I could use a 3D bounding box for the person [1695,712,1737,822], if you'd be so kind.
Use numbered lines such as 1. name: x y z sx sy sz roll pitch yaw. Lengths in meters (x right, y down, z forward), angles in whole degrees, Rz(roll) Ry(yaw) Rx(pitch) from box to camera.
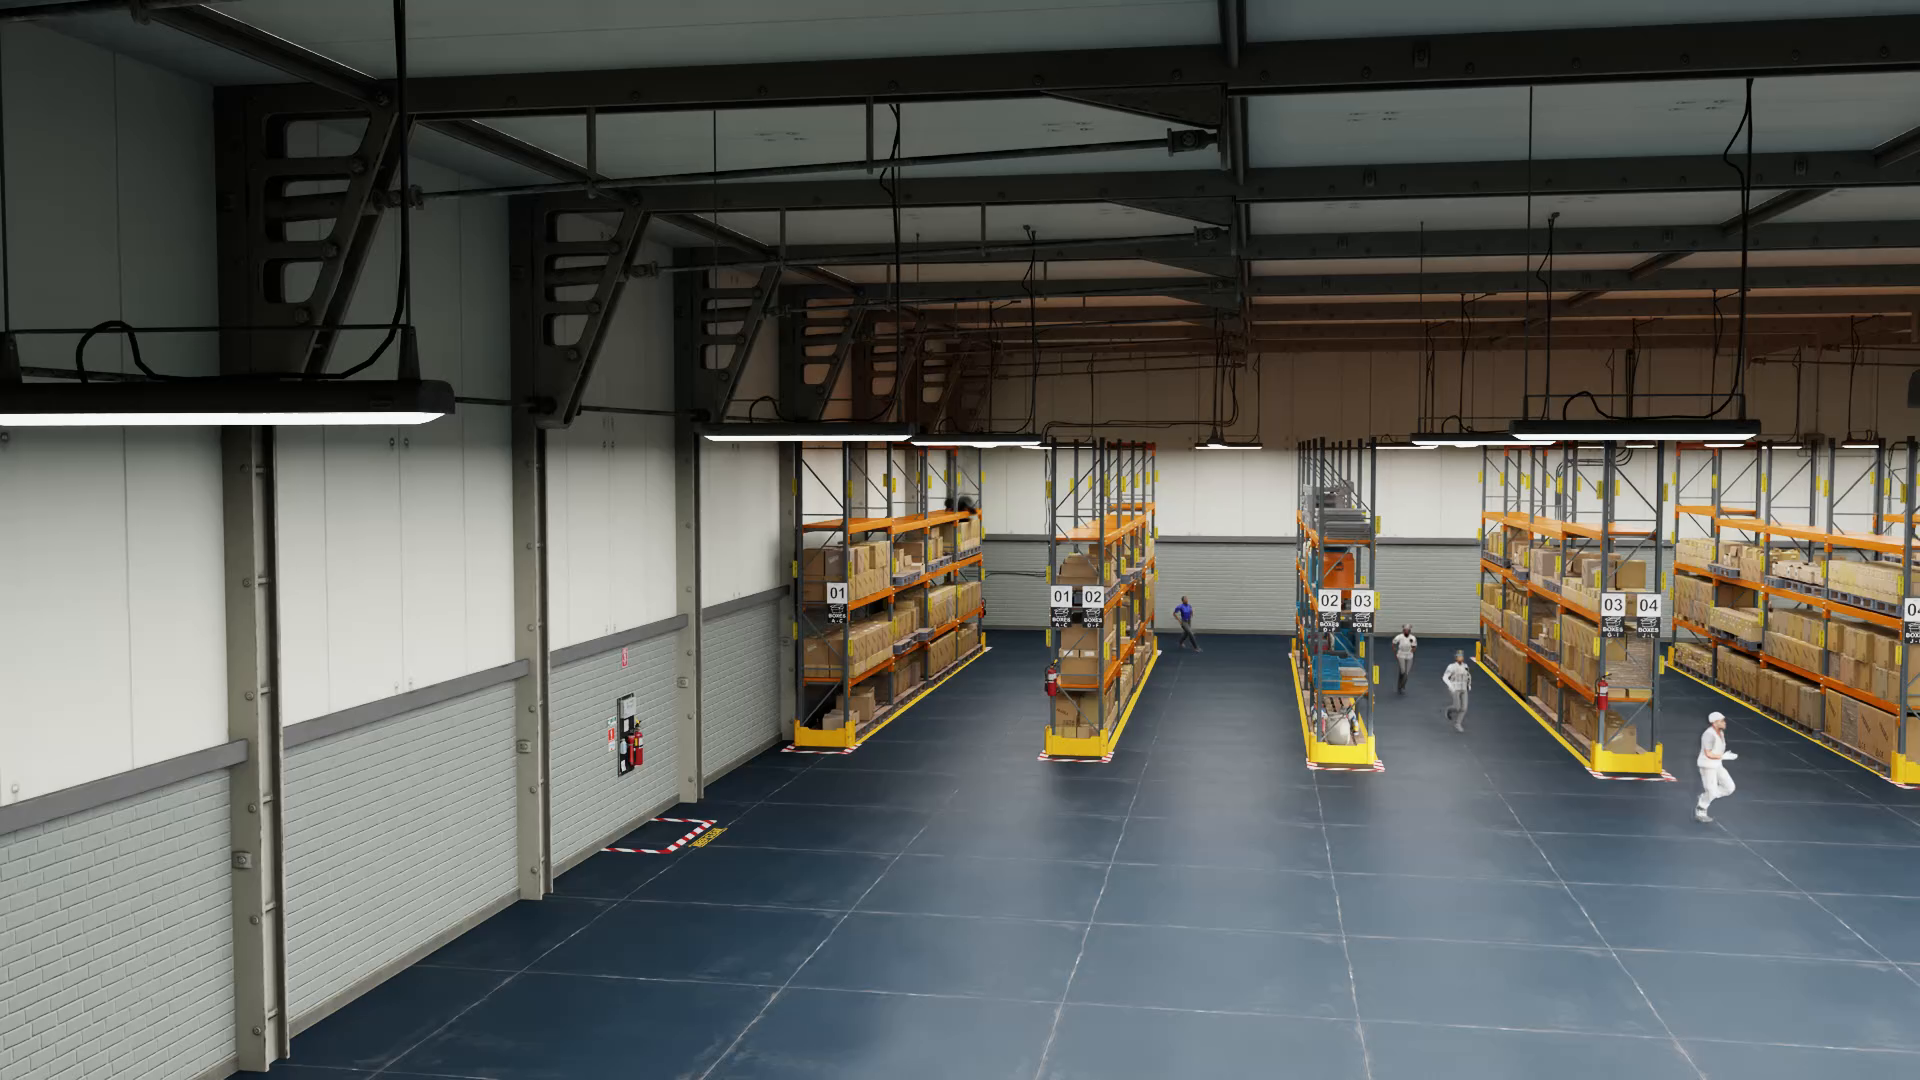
1. person: 11.626 3.463 25.543 0.707 1.664 0.657 -3 4 -44

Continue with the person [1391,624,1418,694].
1. person: 10.521 2.808 39.303 0.567 1.656 0.690 0 3 0

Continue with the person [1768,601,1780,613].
1. person: 22.406 2.509 45.448 1.066 1.710 0.745 1 3 12

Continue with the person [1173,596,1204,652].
1. person: 6.483 2.394 47.771 0.685 1.609 0.963 -3 4 -41

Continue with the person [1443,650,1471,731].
1. person: 10.291 3.093 34.381 0.626 1.671 0.588 -1 3 -10
